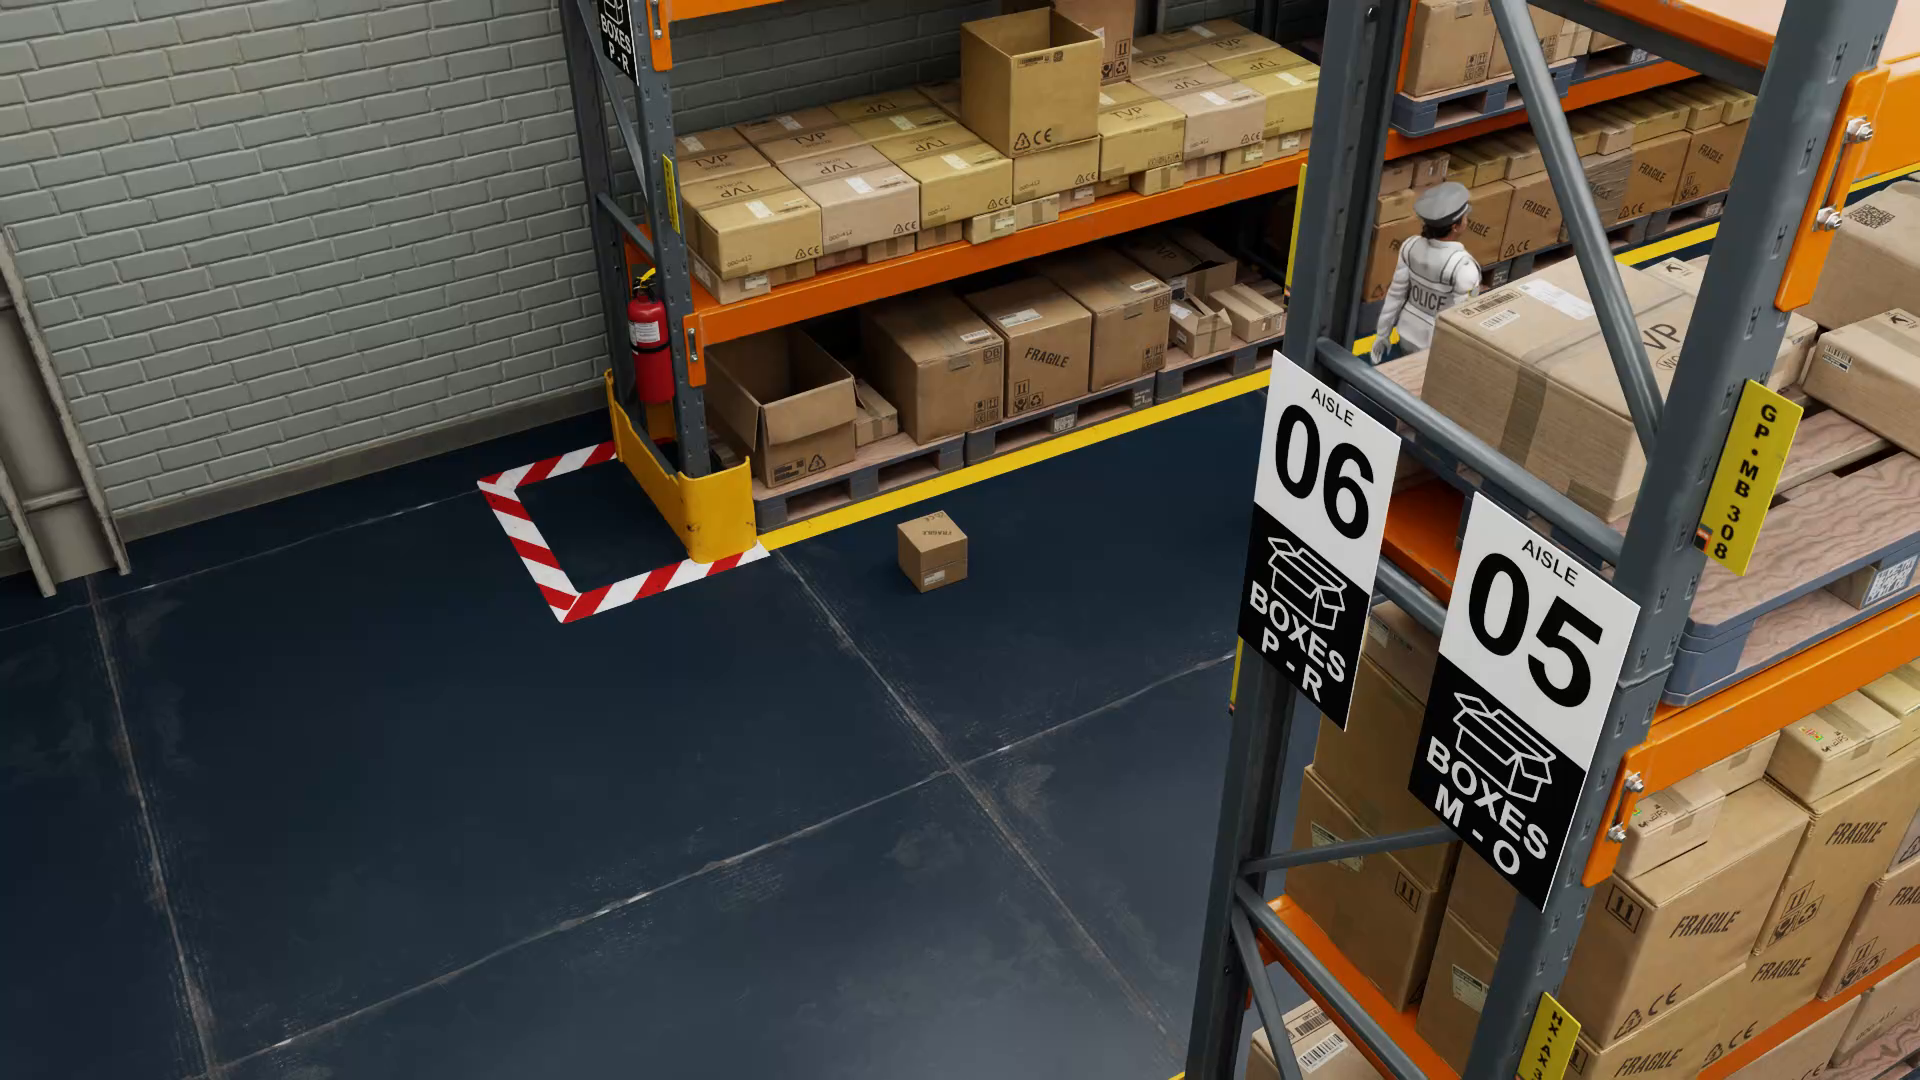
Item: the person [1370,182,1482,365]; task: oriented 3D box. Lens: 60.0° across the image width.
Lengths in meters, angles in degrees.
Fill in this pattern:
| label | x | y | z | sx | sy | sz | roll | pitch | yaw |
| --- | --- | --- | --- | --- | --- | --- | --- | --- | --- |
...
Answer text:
| label | x | y | z | sx | sy | sz | roll | pitch | yaw |
| --- | --- | --- | --- | --- | --- | --- | --- | --- | --- |
| person | 2.349 | -0.994 | 8.221 | 1.008 | 1.637 | 0.515 | -18 | 41 | -23 |
